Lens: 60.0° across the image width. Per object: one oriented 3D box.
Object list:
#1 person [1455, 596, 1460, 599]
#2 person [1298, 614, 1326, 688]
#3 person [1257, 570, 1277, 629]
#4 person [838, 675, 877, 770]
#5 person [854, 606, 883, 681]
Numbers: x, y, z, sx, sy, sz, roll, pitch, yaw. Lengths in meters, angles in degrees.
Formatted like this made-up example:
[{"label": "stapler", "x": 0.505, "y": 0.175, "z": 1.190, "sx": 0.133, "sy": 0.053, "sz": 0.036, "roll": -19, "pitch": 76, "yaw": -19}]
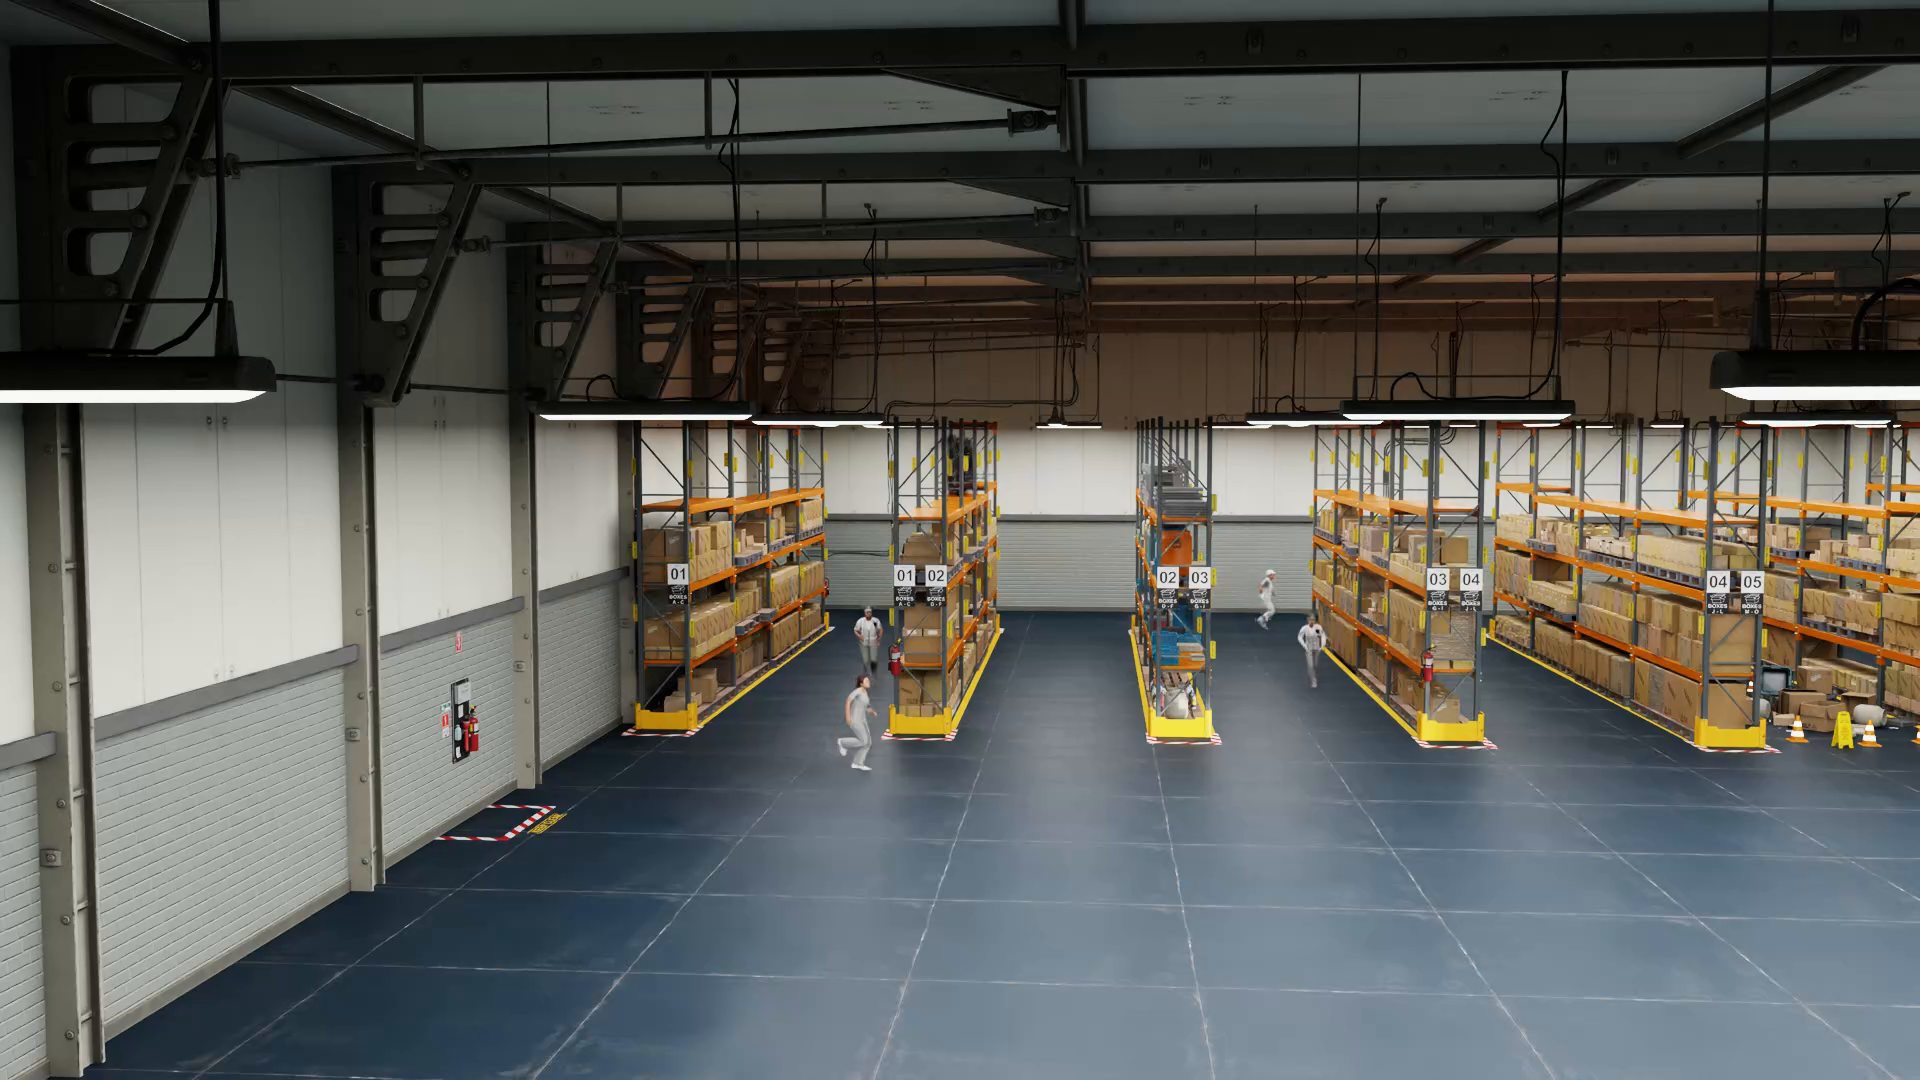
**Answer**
[{"label": "person", "x": 13.861, "y": 1.886, "z": 46.385, "sx": 0.616, "sy": 1.627, "sz": 0.623, "roll": 1, "pitch": 4, "yaw": 21}, {"label": "person", "x": 7.934, "y": 2.477, "z": 37.532, "sx": 0.636, "sy": 1.669, "sz": 0.743, "roll": 0, "pitch": 4, "yaw": 2}, {"label": "person", "x": 8.885, "y": 1.736, "z": 48.148, "sx": 0.552, "sy": 1.758, "sz": 0.743, "roll": 1, "pitch": 4, "yaw": 12}, {"label": "person", "x": -1.747, "y": 3.091, "z": 28.224, "sx": 0.670, "sy": 1.622, "sz": 0.597, "roll": 2, "pitch": 4, "yaw": 22}, {"label": "person", "x": -2.087, "y": 2.372, "z": 37.926, "sx": 0.660, "sy": 1.747, "sz": 0.584, "roll": 0, "pitch": 4, "yaw": -3}]
